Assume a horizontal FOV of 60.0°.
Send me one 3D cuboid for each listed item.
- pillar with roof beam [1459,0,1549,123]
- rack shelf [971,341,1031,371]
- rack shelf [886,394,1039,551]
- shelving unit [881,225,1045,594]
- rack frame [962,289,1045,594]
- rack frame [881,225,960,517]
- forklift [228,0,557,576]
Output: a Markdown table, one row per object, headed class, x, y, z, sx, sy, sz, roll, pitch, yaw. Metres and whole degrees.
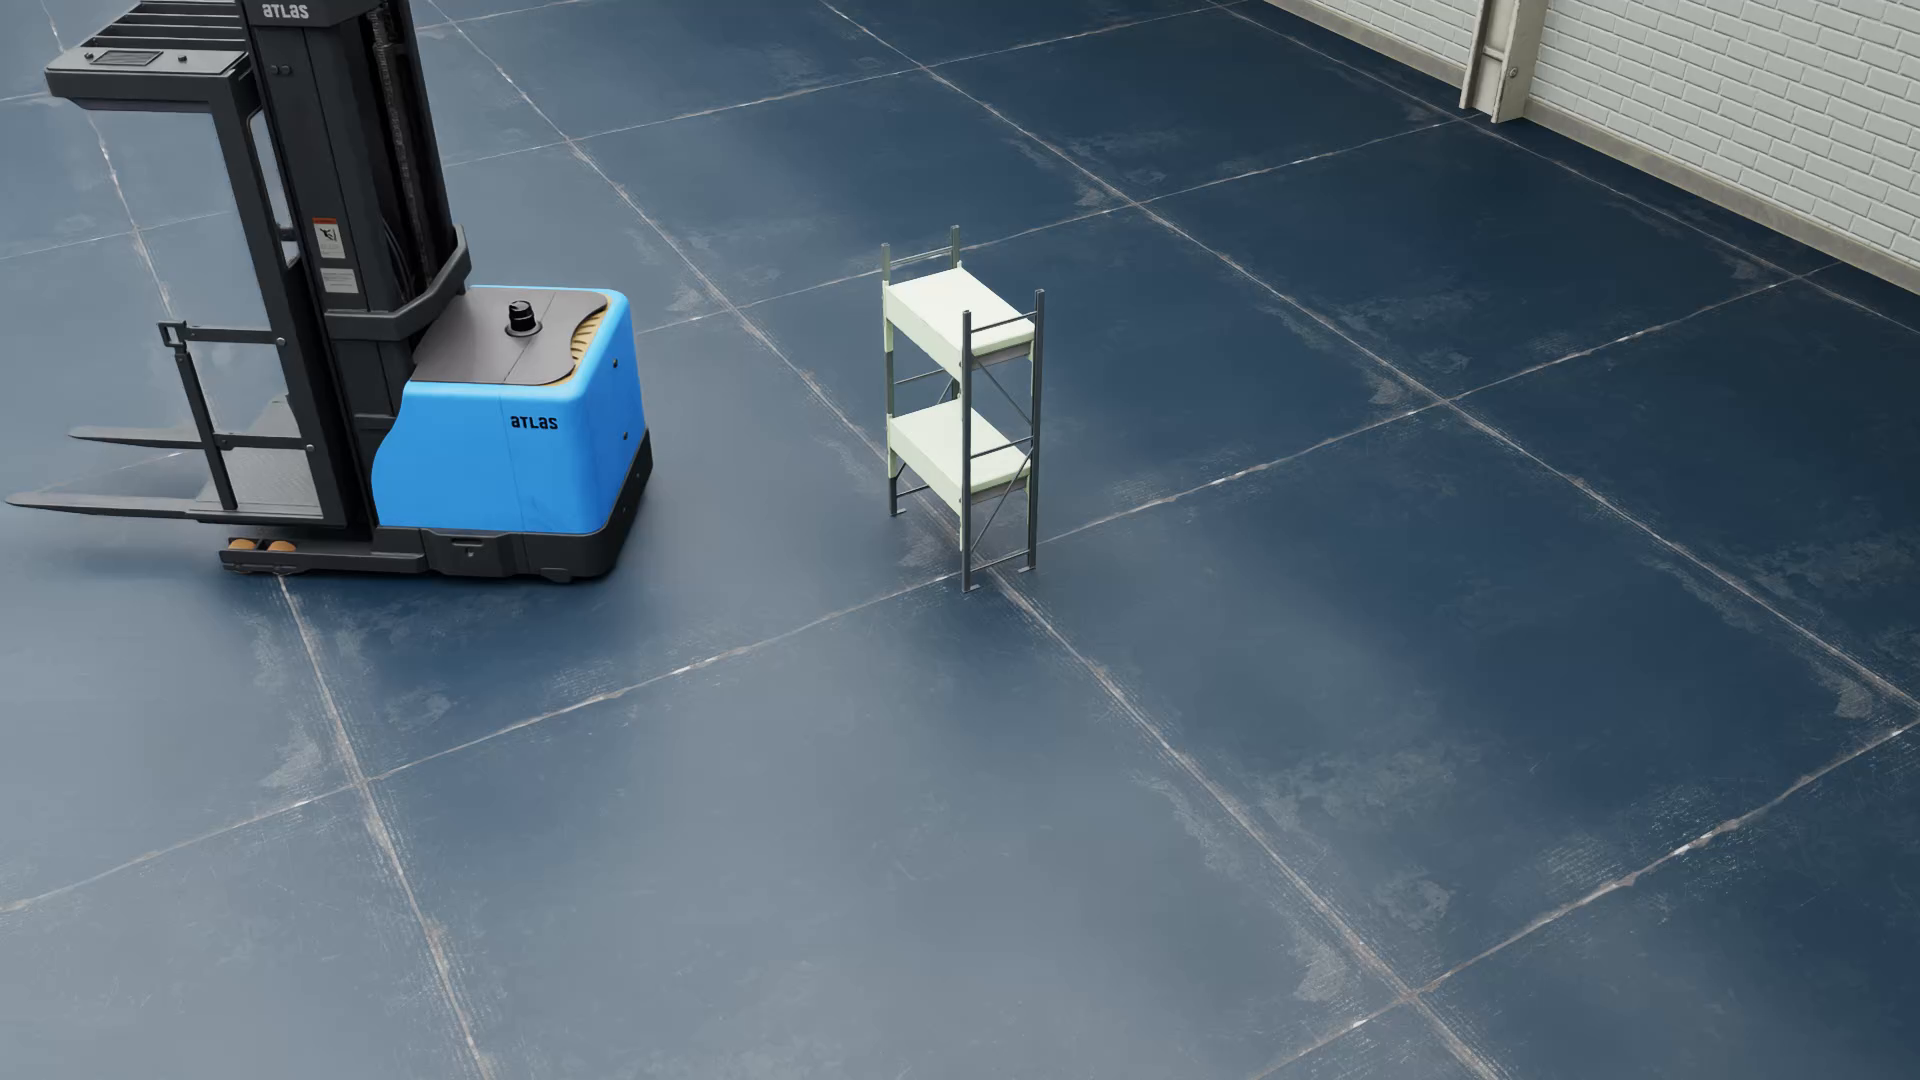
| class | x | y | z | sx | sy | sz | roll | pitch | yaw |
| --- | --- | --- | --- | --- | --- | --- | --- | --- | --- |
| pillar with roof beam | 0.356 | -5.649 | 8.354 | 9.100 | 9.000 | 0.400 | -19 | 40 | -24 |
| rack shelf | 0.003 | -0.975 | 7.531 | 0.332 | 0.071 | 0.664 | -19 | 40 | -24 |
| rack shelf | -7.375 | -7.749 | 18.343 | 6.000 | 0.609 | 30.141 | -19 | 40 | -24 |
| shelving unit | -7.371 | -8.104 | 18.074 | 6.000 | 1.500 | 30.159 | -19 | 40 | -24 |
| rack frame | 0.187 | -0.416 | 7.547 | 0.400 | 1.500 | 0.023 | -19 | 40 | -24 |
| rack frame | -0.181 | -0.789 | 8.059 | 0.400 | 1.500 | 0.023 | -19 | 40 | -24 |
| forklift | -11.956 | -13.391 | 18.945 | 22.833 | 9.011 | 32.329 | 2 | 36 | 3 |
